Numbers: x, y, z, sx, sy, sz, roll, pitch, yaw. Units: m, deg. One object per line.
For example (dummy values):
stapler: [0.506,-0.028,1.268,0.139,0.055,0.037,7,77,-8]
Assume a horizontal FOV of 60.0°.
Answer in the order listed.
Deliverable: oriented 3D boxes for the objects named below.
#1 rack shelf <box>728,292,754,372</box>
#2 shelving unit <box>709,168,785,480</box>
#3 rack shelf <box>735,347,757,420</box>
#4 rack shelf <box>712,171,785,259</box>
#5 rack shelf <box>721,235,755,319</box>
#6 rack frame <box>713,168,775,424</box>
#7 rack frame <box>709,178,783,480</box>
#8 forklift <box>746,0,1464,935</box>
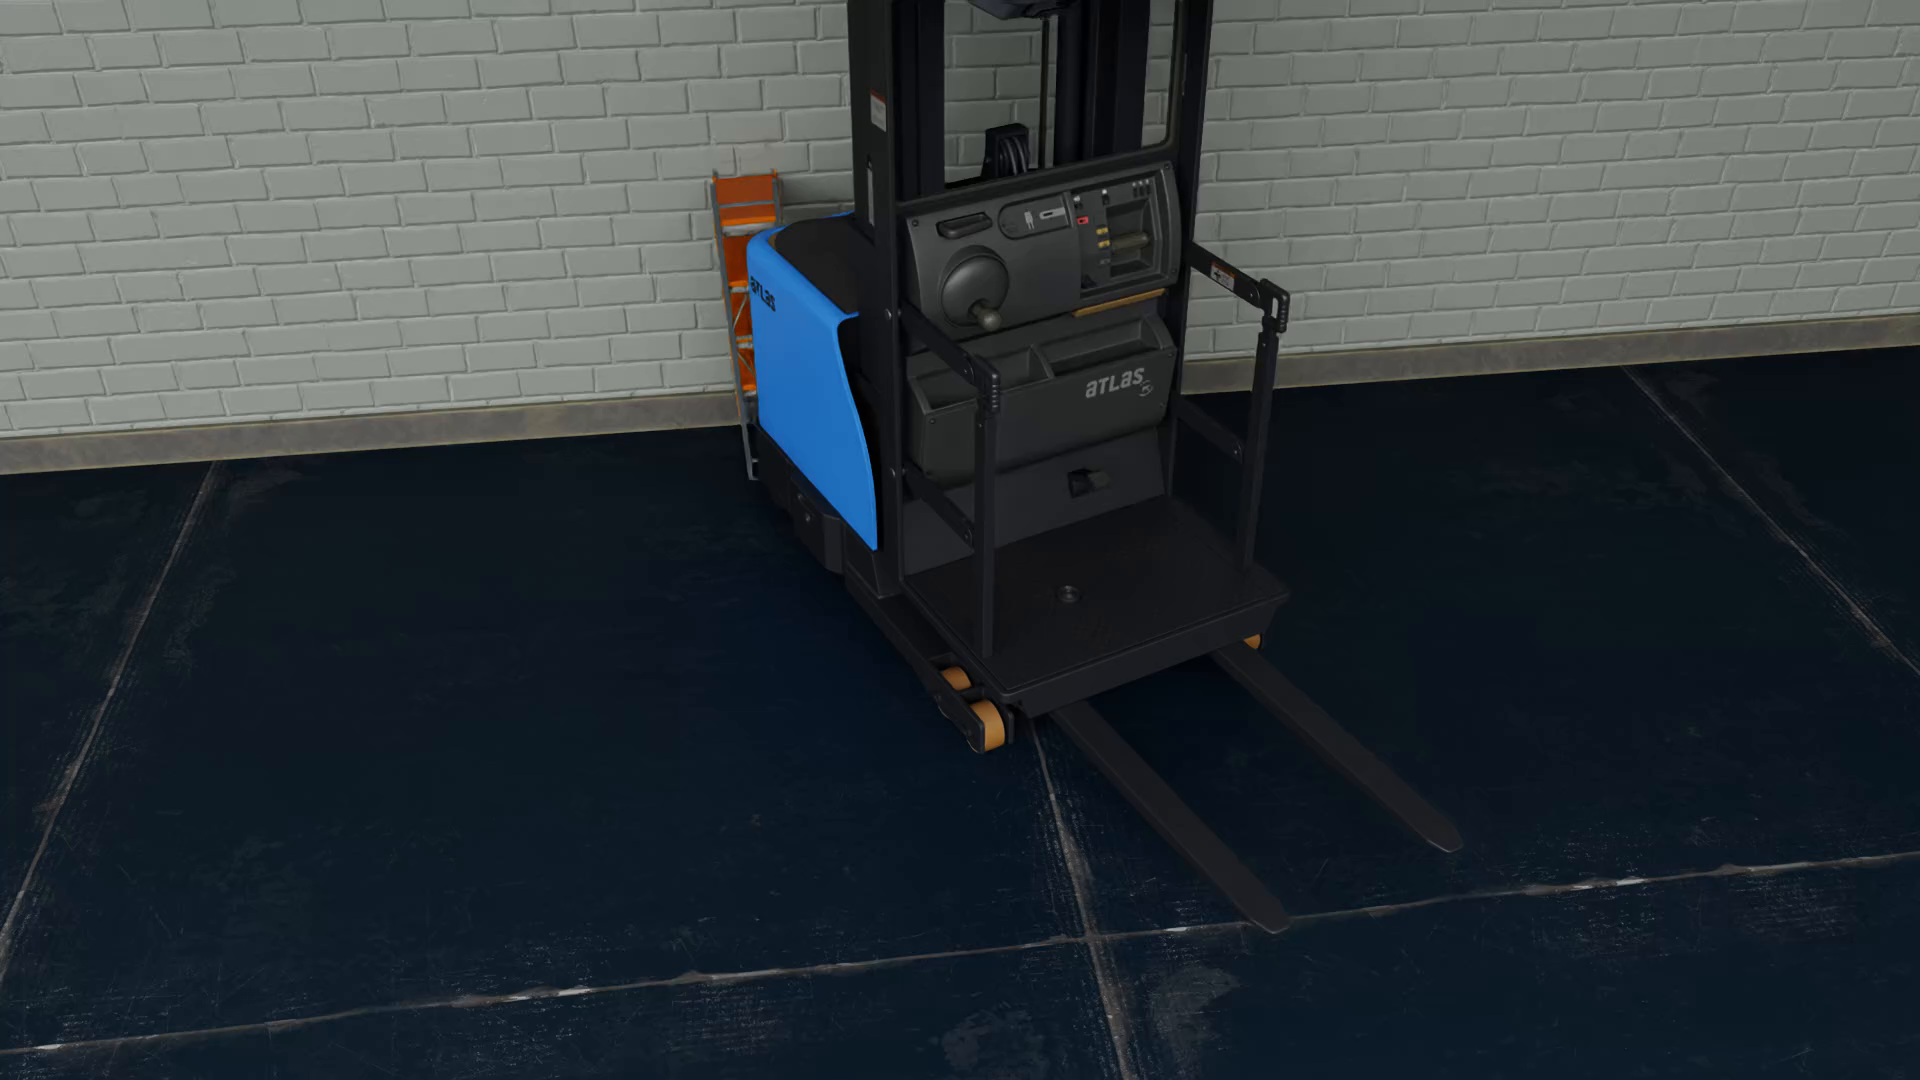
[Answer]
rack shelf: [-0.769,-0.829,6.455,0.258,0.148,0.480,-6,32,-5]
shelving unit: [-0.772,-0.886,6.420,0.258,1.200,0.503,-6,32,-5]
rack shelf: [-0.759,-0.660,6.559,0.258,0.148,0.480,-6,32,-5]
rack shelf: [-0.791,-1.221,6.215,0.258,0.148,0.480,-6,32,-5]
rack shelf: [-0.780,-1.020,6.338,0.258,0.148,0.480,-6,32,-5]
rack frame: [-0.805,-1.011,6.627,0.240,1.200,0.015,-6,32,-5]
rack frame: [-0.739,-0.761,6.213,0.240,1.200,0.015,-6,32,-5]
forklift: [0.373,-0.833,4.870,1.130,2.935,3.031,-17,38,-24]
